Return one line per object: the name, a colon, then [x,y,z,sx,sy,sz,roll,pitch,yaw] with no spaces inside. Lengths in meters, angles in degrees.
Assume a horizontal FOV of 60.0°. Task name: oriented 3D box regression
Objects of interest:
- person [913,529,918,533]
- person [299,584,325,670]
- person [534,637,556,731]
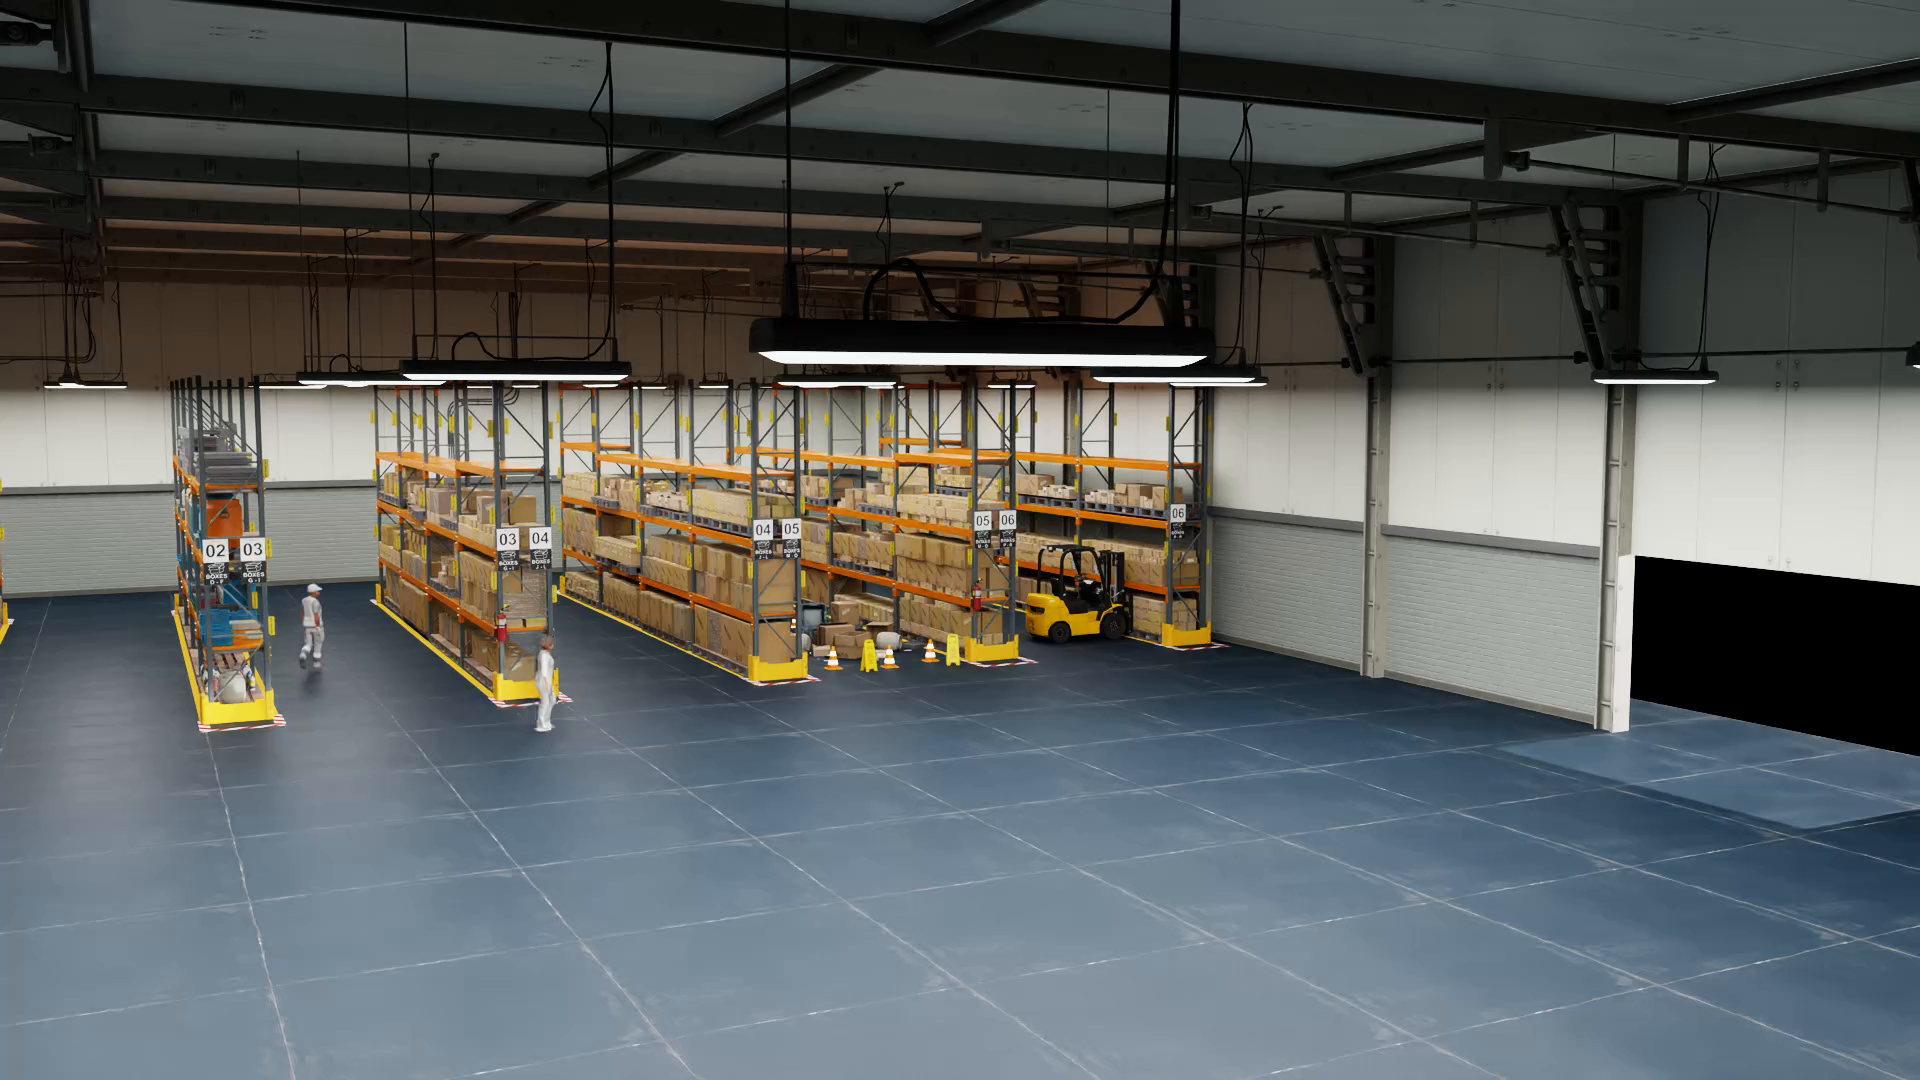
person: [-1.215,0.587,45.305,0.510,1.784,0.803,-3,6,-33]
person: [-13.318,1.794,34.095,0.515,1.778,0.669,1,5,11]
person: [-7.044,2.450,28.164,0.346,1.622,0.543,-1,5,-7]
